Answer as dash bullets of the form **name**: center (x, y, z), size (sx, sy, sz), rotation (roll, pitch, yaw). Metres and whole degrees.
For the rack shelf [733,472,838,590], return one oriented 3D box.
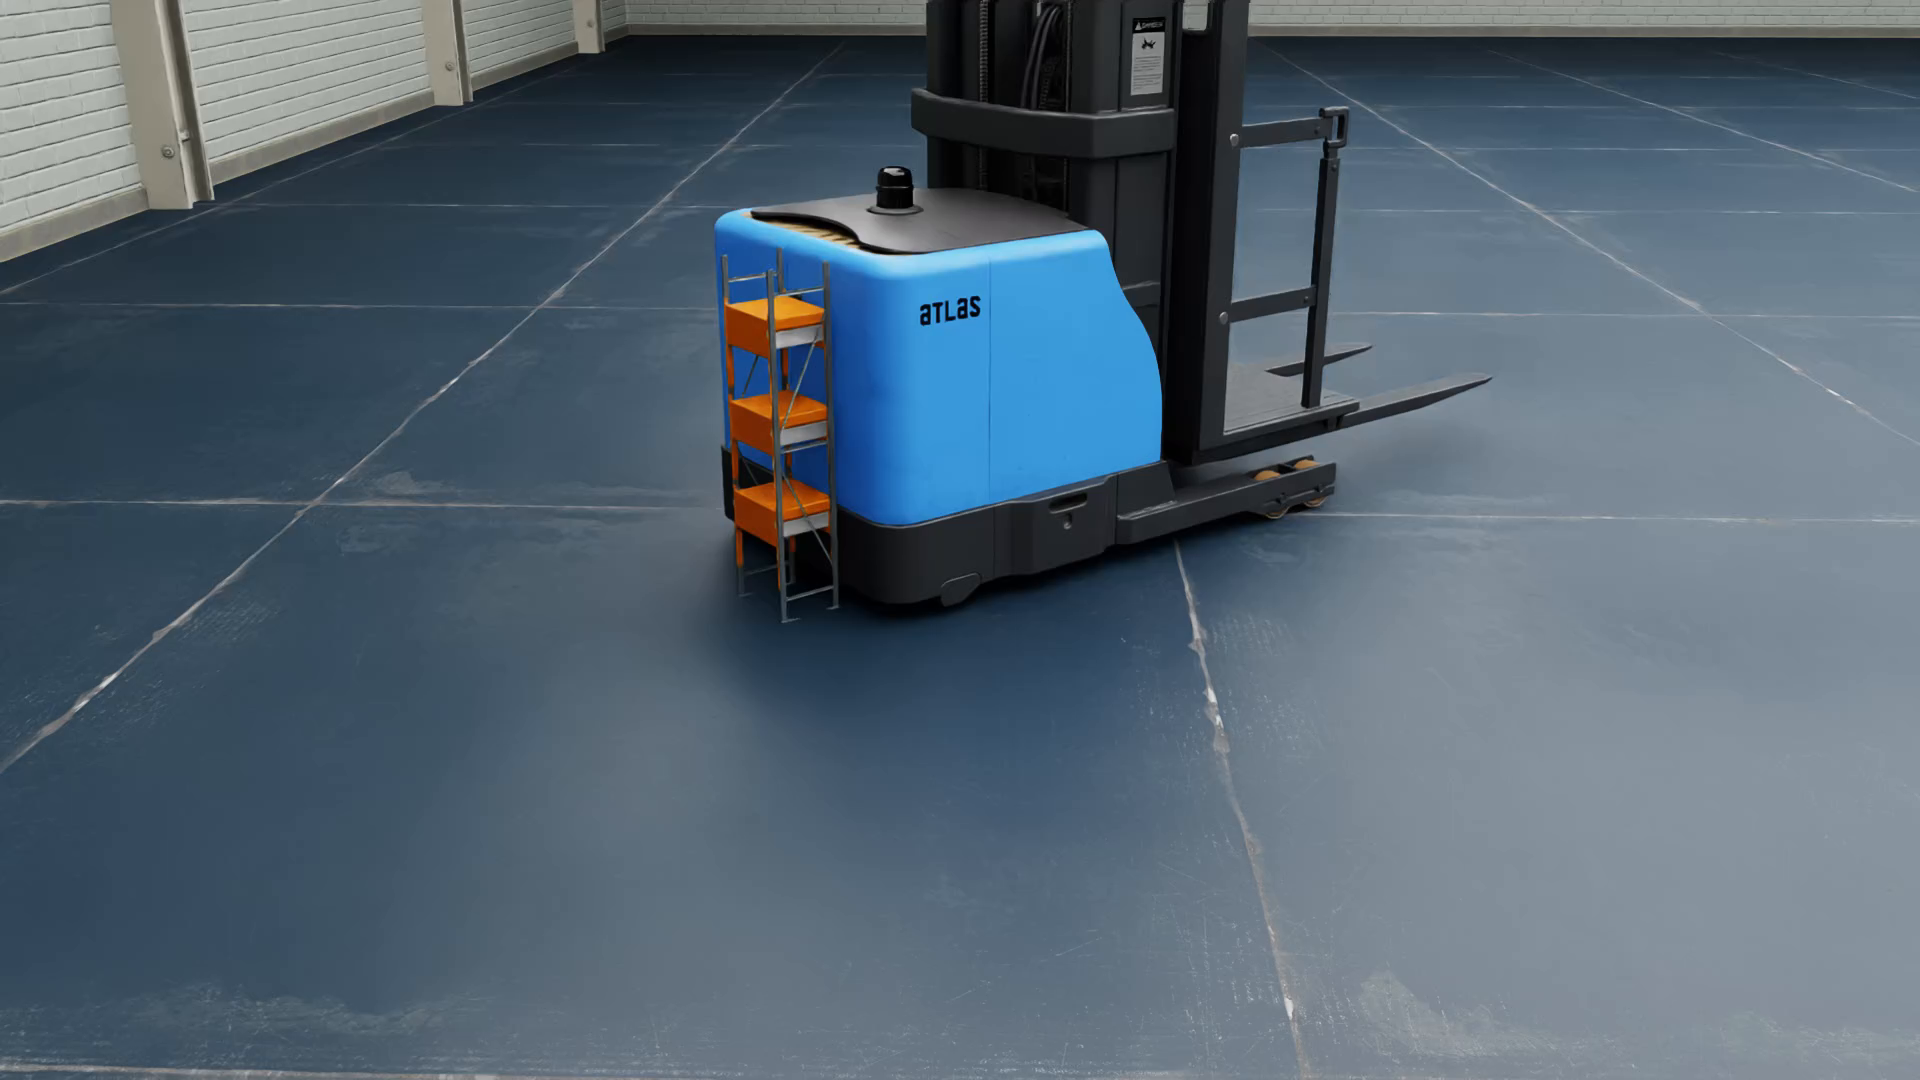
- **rack shelf**: center (-0.519, -0.031, 4.955), size (0.215, 0.259, 0.240), rotation (-16, 26, -35)

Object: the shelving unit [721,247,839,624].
- **shelving unit**: center (-0.519, -0.300, 4.850), size (0.215, 1.050, 0.252), rotation (-16, 26, -35)

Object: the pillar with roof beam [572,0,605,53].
- **pillar with roof beam**: center (-0.742, -10.819, 20.972), size (9.100, 9.000, 0.400), rotation (1, 21, 2)

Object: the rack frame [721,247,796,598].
- **rack frame**: center (-0.594, -0.335, 4.940), size (0.200, 1.050, 0.008), rotation (-16, 26, -35)

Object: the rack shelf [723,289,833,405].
- **rack shelf**: center (-0.519, -0.554, 4.751), size (0.215, 0.259, 0.240), rotation (-16, 26, -35)

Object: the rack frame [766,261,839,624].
- **rack frame**: center (-0.445, -0.265, 4.760), size (0.200, 1.050, 0.008), rotation (-16, 26, -35)

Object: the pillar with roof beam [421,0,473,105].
- **pillar with roof beam**: center (-0.924, -8.649, 15.381), size (9.100, 9.000, 0.400), rotation (1, 21, 2)

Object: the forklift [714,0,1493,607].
- **forklift**: center (0.698, -1.575, 5.537), size (3.031, 2.935, 1.130), rotation (-15, 26, -34)

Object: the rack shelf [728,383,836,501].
- **rack shelf**: center (-0.519, -0.290, 4.854), size (0.215, 0.259, 0.240), rotation (-16, 26, -35)

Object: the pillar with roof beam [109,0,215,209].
- **pillar with roof beam**: center (-1.107, -6.480, 9.790), size (9.100, 9.000, 0.400), rotation (1, 21, 2)
